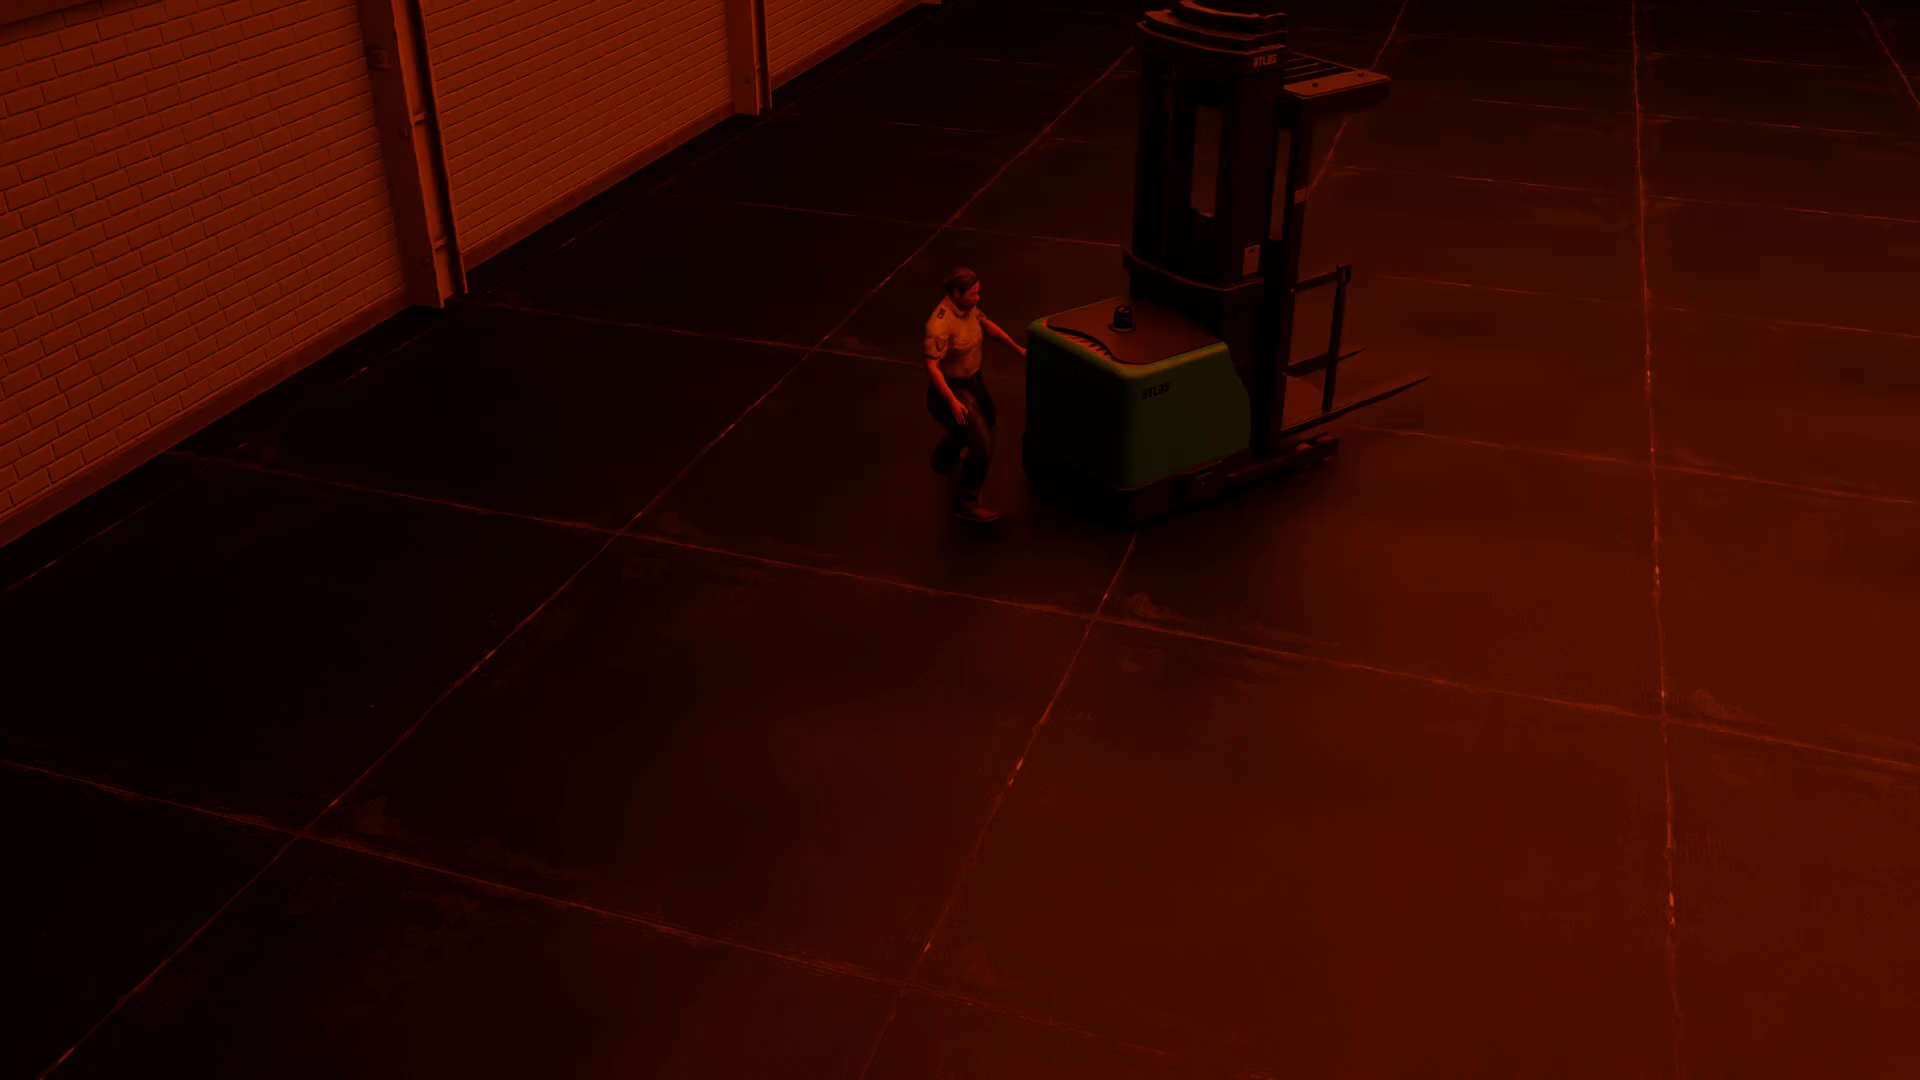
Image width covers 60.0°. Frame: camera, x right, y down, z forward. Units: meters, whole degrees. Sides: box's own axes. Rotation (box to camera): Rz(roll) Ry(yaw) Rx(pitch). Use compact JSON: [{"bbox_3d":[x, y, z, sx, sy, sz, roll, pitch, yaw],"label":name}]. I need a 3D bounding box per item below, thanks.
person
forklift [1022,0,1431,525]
[{"bbox_3d":[0.057,-0.954,10.306,0.779,1.525,0.928,14,32,22],"label":"person"},{"bbox_3d":[1.892,-1.933,10.527,3.031,2.935,1.130,-20,35,-31],"label":"forklift"}]
